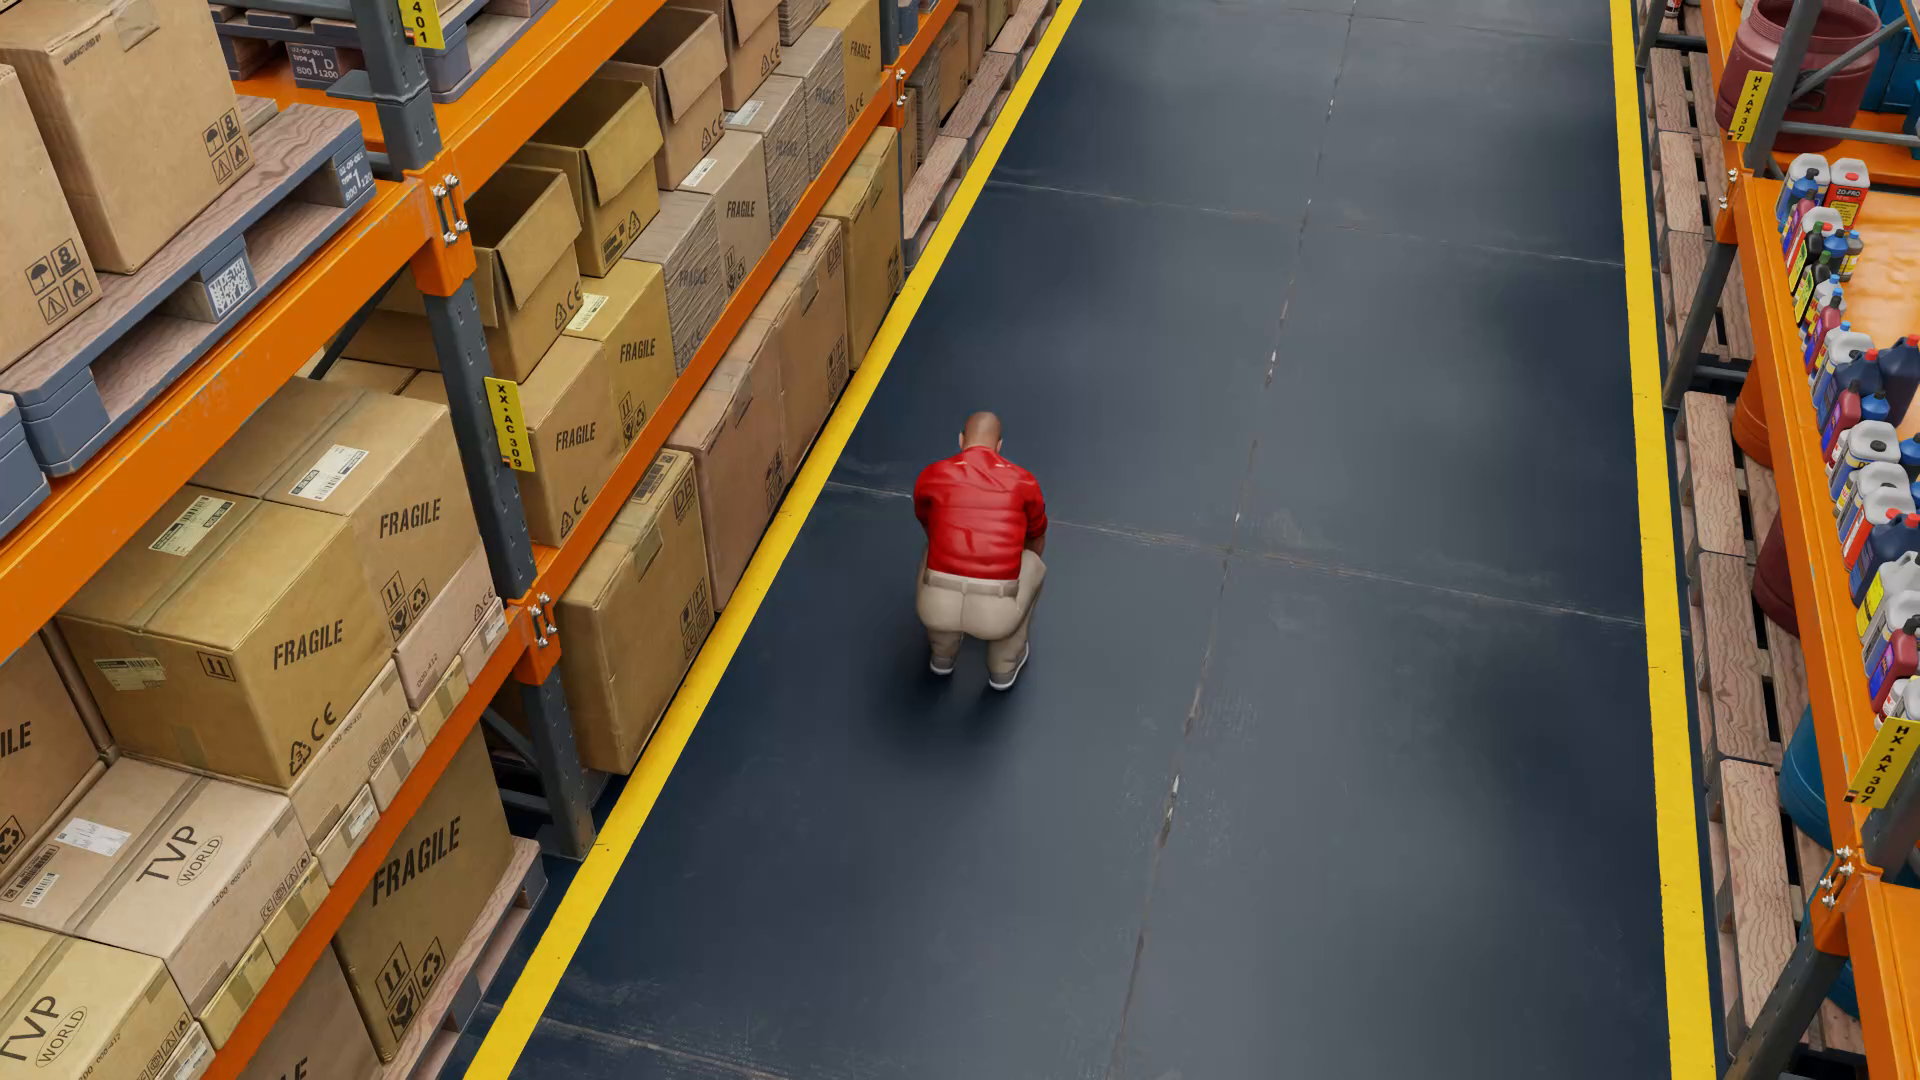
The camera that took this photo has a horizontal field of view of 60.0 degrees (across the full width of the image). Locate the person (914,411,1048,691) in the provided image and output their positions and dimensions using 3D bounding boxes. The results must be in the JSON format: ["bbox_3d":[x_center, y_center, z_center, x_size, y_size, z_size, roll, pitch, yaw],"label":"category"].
[{"bbox_3d":[0.059,0.072,6.702,0.566,0.932,0.865,9,41,10],"label":"person"}]
